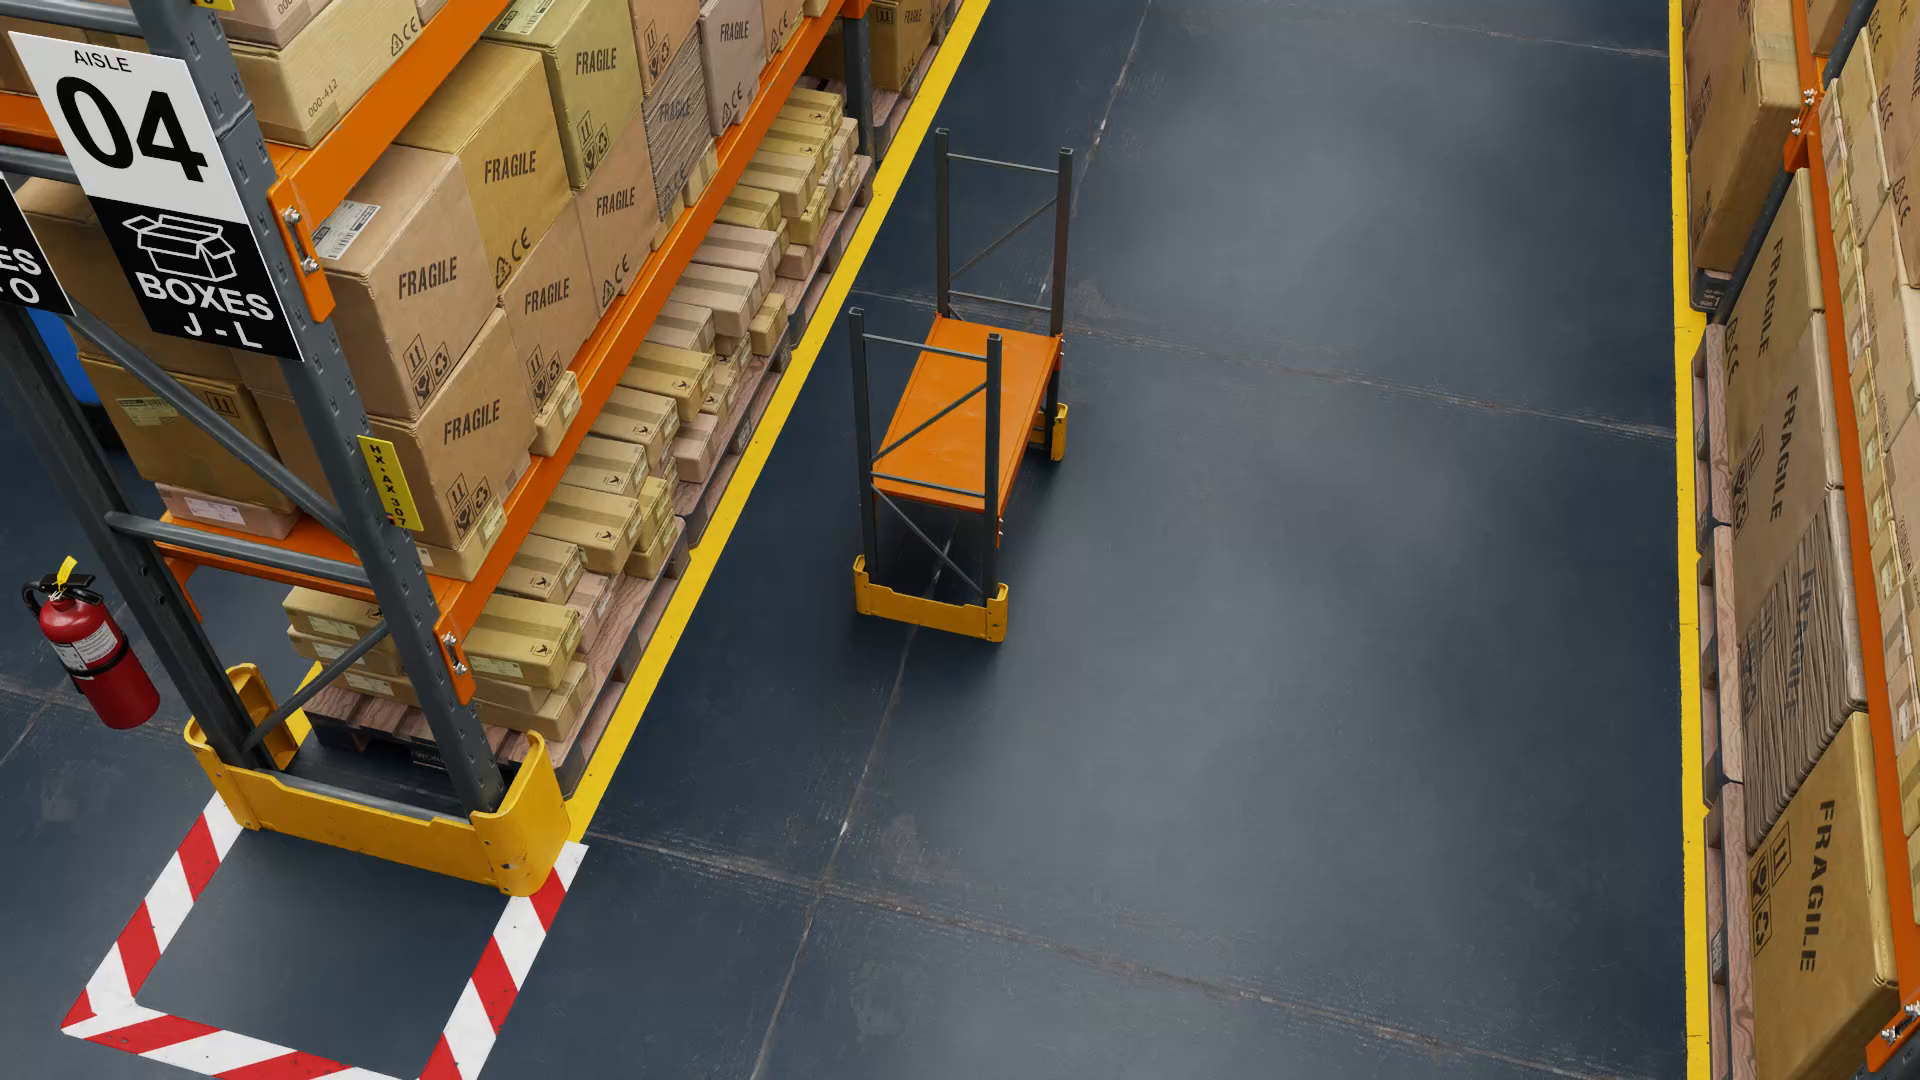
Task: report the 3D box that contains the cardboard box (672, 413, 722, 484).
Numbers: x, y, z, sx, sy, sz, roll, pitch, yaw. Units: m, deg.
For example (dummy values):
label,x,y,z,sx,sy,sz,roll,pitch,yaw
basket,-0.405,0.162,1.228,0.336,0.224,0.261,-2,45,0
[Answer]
label,x,y,z,sx,sy,sz,roll,pitch,yaw
cardboard box,-1.175,-0.389,6.633,0.380,0.149,0.250,9,49,8

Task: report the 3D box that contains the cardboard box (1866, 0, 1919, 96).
label,x,y,z,sx,sy,sz,roll,pitch,yaw
cardboard box,3.470,-1.804,5.661,0.500,0.500,0.500,12,50,10

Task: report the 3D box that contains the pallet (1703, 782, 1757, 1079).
label,x,y,z,sx,sy,sz,roll,pitch,yaw
pallet,2.925,1.420,5.275,1.003,0.211,1.213,12,50,10

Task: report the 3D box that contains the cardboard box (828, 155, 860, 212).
label,x,y,z,sx,sy,sz,roll,pitch,yaw
cardboard box,-0.690,-1.699,7.789,0.380,0.149,0.250,12,50,11

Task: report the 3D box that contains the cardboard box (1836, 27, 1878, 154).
label,x,y,z,sx,sy,sz,roll,pitch,yaw
cardboard box,3.467,-1.563,5.949,0.500,0.250,0.500,11,49,9

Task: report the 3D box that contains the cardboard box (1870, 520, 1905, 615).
label,x,y,z,sx,sy,sz,roll,pitch,yaw
cardboard box,2.834,0.112,4.737,0.380,0.149,0.250,11,49,9

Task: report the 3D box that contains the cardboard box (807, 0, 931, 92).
label,x,y,z,sx,sy,sz,roll,pitch,yaw
cardboard box,-0.465,-2.648,8.393,0.500,0.500,0.500,13,50,11

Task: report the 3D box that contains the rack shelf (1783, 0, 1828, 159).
label,x,y,z,sx,sy,sz,roll,pitch,yaw
rack shelf,4.369,-3.011,7.806,1.077,0.370,4.000,12,50,10

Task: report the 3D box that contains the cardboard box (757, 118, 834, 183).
label,x,y,z,sx,sy,sz,roll,pitch,yaw
cardboard box,-0.787,-1.746,7.433,0.380,0.149,0.250,12,50,11

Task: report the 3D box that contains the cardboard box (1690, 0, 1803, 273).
label,x,y,z,sx,sy,sz,roll,pitch,yaw
cardboard box,3.992,-1.705,7.310,1.225,0.875,0.875,12,50,10

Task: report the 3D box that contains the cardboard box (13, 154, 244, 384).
label,x,y,z,sx,sy,sz,roll,pitch,yaw
cardboard box,-2.088,-0.804,4.445,0.500,0.500,0.500,11,49,9

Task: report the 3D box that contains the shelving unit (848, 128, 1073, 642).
label,x,y,z,sx,sy,sz,roll,pitch,yaw
shelving unit,0.020,-0.551,6.155,0.587,1.500,1.083,12,50,10

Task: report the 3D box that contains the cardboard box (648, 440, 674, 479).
label,x,y,z,sx,sy,sz,roll,pitch,yaw
cardboard box,-1.327,-0.340,6.391,0.380,0.149,0.250,9,49,8

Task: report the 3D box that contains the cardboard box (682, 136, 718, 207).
label,x,y,z,sx,sy,sz,roll,pitch,yaw
cardboard box,-1.107,-1.373,6.048,0.380,0.149,0.250,12,50,11

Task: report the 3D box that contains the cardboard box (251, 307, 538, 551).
label,x,y,z,sx,sy,sz,roll,pitch,yaw
cardboard box,-1.584,-0.363,4.723,0.500,0.500,0.500,14,50,12

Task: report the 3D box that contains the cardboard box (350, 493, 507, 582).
label,x,y,z,sx,sy,sz,roll,pitch,yaw
cardboard box,-1.567,-0.048,4.878,0.380,0.149,0.250,11,50,10

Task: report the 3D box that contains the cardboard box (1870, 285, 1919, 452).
label,x,y,z,sx,sy,sz,roll,pitch,yaw
cardboard box,3.063,-0.473,4.988,0.500,0.250,0.500,12,50,10

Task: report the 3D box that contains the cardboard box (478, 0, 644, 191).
label,x,y,z,sx,sy,sz,roll,pitch,yaw
cardboard box,-1.309,-1.434,5.002,0.500,0.500,0.500,11,49,9

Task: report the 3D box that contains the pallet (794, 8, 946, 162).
label,x,y,z,sx,sy,sz,roll,pitch,yaw
pallet,-0.712,-2.495,8.730,1.003,0.211,1.213,12,50,10

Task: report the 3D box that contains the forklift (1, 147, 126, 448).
label,x,y,z,sx,sy,sz,roll,pitch,yaw
forklift,-3.137,-2.412,6.843,1.130,2.935,3.031,7,49,6

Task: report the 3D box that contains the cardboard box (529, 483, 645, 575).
label,x,y,z,sx,sy,sz,roll,pitch,yaw
cardboard box,-1.356,-0.046,5.933,0.380,0.149,0.250,11,50,10

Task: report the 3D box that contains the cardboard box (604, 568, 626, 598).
label,x,y,z,sx,sy,sz,roll,pitch,yaw
cardboard box,-1.473,0.141,6.165,0.380,0.149,0.250,12,50,10

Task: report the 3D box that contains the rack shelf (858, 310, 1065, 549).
label,x,y,z,sx,sy,sz,roll,pitch,yaw
rack shelf,0.022,-0.439,6.296,0.538,0.185,1.000,12,50,10

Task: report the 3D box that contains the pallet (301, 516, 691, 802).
label,x,y,z,sx,sy,sz,roll,pitch,yaw
pallet,-1.700,0.326,6.240,1.003,0.211,1.213,12,50,10

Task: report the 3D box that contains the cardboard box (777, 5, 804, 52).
label,x,y,z,sx,sy,sz,roll,pitch,yaw
cardboard box,-0.856,-2.129,6.715,0.380,0.149,0.250,13,50,12

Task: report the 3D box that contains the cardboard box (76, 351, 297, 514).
label,x,y,z,sx,sy,sz,roll,pitch,yaw
cardboard box,-2.098,-0.469,4.817,0.500,0.500,0.500,12,50,11

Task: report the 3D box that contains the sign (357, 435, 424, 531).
label,x,y,z,sx,sy,sz,roll,pitch,yaw
sign,-1.445,-0.141,4.215,0.100,0.325,0.005,12,50,10

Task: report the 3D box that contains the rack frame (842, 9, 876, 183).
label,x,y,z,sx,sy,sz,roll,pitch,yaw
rack frame,-0.915,-2.854,7.187,1.000,3.000,0.127,12,50,10

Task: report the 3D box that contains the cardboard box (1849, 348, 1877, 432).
label,x,y,z,sx,sy,sz,roll,pitch,yaw
cardboard box,3.035,-0.443,5.227,0.380,0.149,0.250,10,49,9

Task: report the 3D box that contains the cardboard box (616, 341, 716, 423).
label,x,y,z,sx,sy,sz,roll,pitch,yaw
cardboard box,-1.175,-0.621,6.441,0.380,0.149,0.250,12,50,11

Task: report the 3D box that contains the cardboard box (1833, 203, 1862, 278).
label,x,y,z,sx,sy,sz,roll,pitch,yaw
cardboard box,3.239,-1.000,5.718,0.380,0.149,0.250,10,49,9

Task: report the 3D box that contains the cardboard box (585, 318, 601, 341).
label,x,y,z,sx,sy,sz,roll,pitch,yaw
cardboard box,-1.386,-0.830,5.568,0.380,0.149,0.250,11,50,10

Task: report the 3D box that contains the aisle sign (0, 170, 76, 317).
label,x,y,z,sx,sy,sz,roll,pitch,yaw
aisle sign,-2.277,-0.828,3.665,0.394,0.787,0.004,12,50,10

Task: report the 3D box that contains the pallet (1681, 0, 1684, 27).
label,x,y,z,sx,sy,sz,roll,pitch,yaw
pallet,4.616,-3.218,9.368,1.003,0.211,1.213,12,50,10

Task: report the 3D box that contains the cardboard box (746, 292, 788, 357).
label,x,y,z,sx,sy,sz,roll,pitch,yaw
cardboard box,-0.962,-0.950,7.128,0.380,0.149,0.250,11,50,10

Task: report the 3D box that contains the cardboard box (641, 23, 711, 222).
label,x,y,z,sx,sy,sz,roll,pitch,yaw
cardboard box,-1.198,-1.477,5.706,0.500,0.500,0.500,10,49,9

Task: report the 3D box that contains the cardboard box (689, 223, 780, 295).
label,x,y,z,sx,sy,sz,roll,pitch,yaw
cardboard box,-0.971,-1.178,6.932,0.380,0.149,0.250,9,49,8

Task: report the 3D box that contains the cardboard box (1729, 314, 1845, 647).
label,x,y,z,sx,sy,sz,roll,pitch,yaw
cardboard box,3.355,-0.126,5.916,0.875,0.875,0.875,12,50,10

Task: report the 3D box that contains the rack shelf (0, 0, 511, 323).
label,x,y,z,sx,sy,sz,roll,pitch,yaw
rack shelf,-1.442,-2.162,5.056,1.077,0.370,4.000,12,50,10

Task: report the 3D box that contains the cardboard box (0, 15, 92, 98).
label,x,y,z,sx,sy,sz,roll,pitch,yaw
cardboard box,-2.104,-1.285,3.902,0.500,0.250,0.500,11,49,9

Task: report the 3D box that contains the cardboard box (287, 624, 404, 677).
label,x,y,z,sx,sy,sz,roll,pitch,yaw
cardboard box,-2.105,0.307,5.820,0.380,0.149,0.250,10,49,9

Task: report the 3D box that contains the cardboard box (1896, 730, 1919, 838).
label,x,y,z,sx,sy,sz,roll,pitch,yaw
cardboard box,2.633,0.663,4.251,0.380,0.149,0.250,12,50,10

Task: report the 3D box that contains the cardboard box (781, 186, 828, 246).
label,x,y,z,sx,sy,sz,roll,pitch,yaw
cardboard box,-0.804,-1.462,7.382,0.380,0.149,0.250,10,49,9

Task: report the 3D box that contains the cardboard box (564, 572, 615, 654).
label,x,y,z,sx,sy,sz,roll,pitch,yaw
cardboard box,-1.456,0.230,5.889,0.380,0.149,0.250,11,50,10

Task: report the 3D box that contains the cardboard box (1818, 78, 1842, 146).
label,x,y,z,sx,sy,sz,roll,pitch,yaw
cardboard box,3.444,-1.571,6.222,0.380,0.149,0.250,12,50,10

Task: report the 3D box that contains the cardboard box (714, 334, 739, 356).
label,x,y,z,sx,sy,sz,roll,pitch,yaw
cardboard box,-1.103,-0.922,6.905,0.380,0.149,0.250,9,49,8
